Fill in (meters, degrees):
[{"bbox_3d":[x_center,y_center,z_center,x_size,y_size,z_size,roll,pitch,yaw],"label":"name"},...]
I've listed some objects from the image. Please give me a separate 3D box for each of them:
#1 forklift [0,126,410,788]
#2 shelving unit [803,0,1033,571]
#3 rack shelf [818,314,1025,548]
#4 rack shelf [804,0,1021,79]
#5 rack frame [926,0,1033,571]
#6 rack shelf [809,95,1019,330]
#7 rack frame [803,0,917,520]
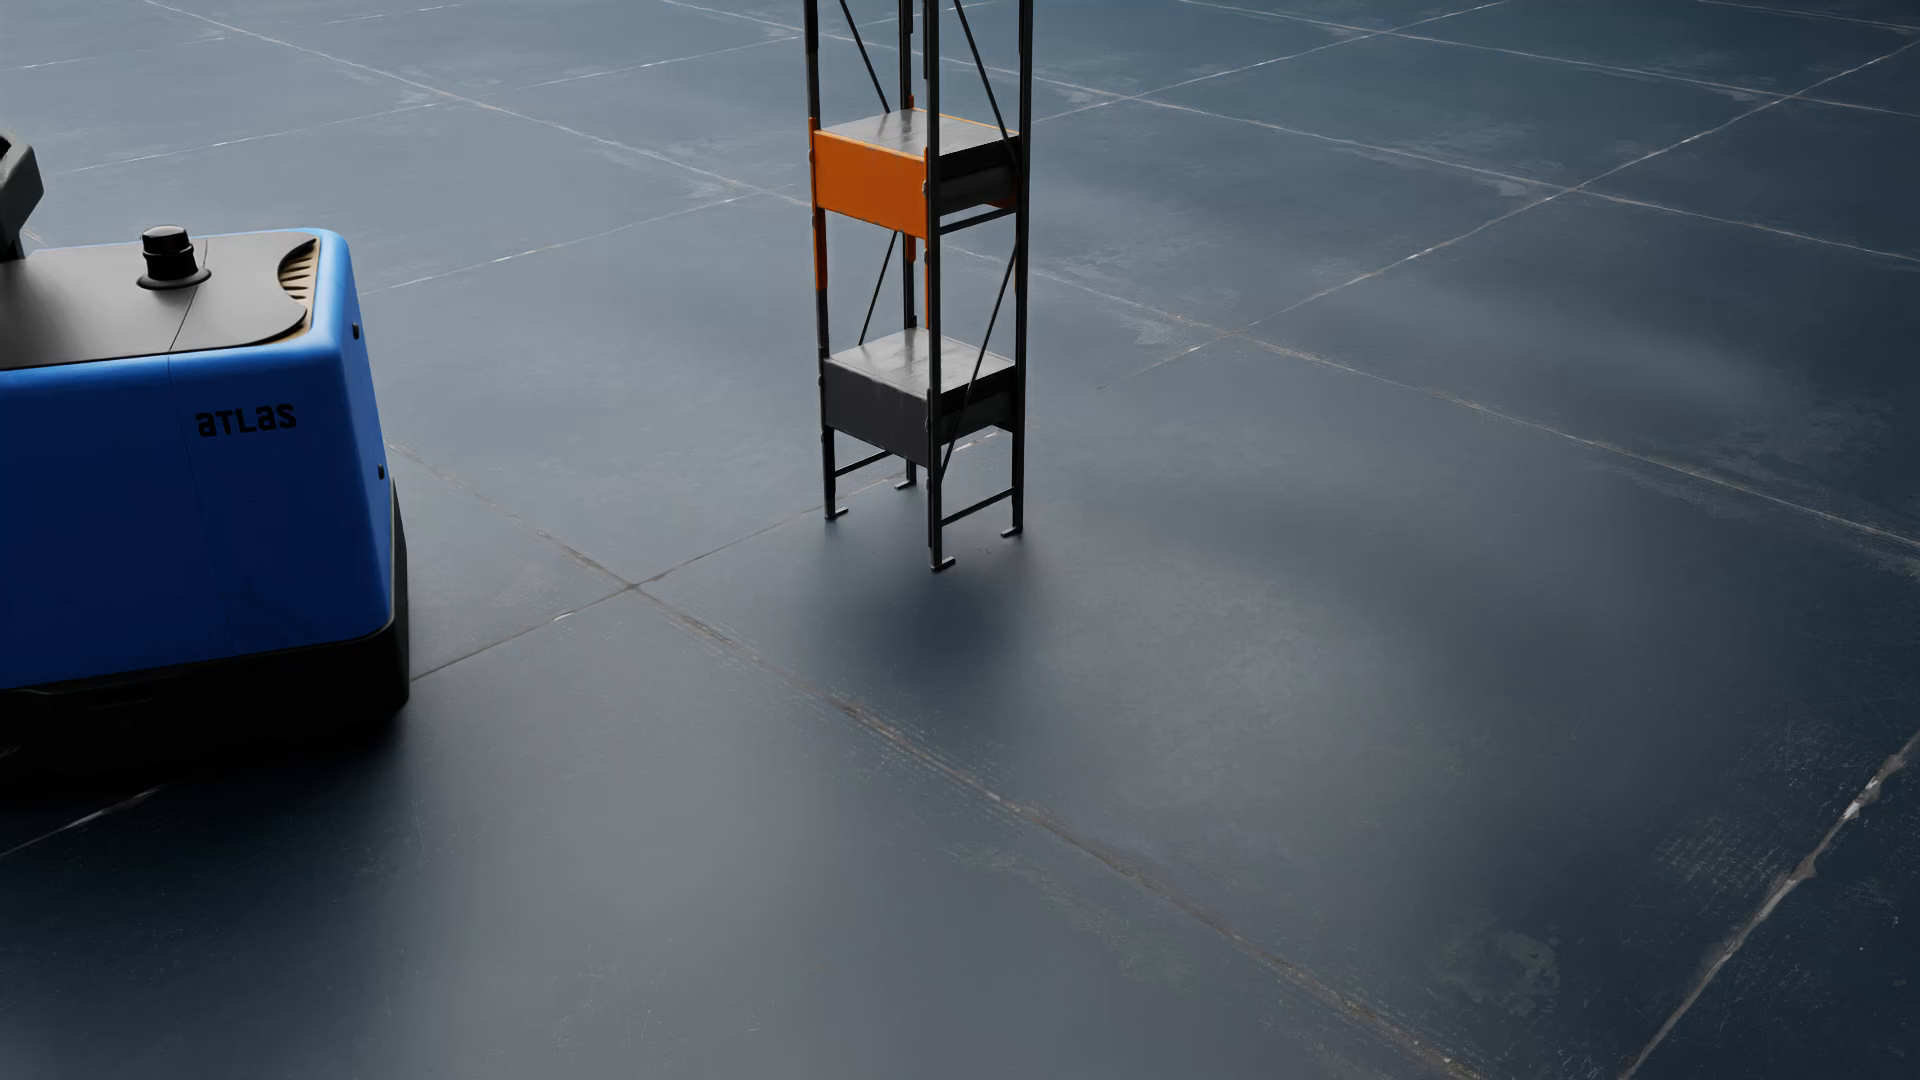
[{"bbox_3d":[-3.004,-0.811,3.644,3.031,2.935,1.130,-8,29,-15],"label":"forklift"},{"bbox_3d":[-0.118,-0.983,4.864,0.503,2.100,0.431,25,36,38],"label":"shelving unit"},{"bbox_3d":[-0.118,-0.352,5.196,0.480,0.518,0.431,25,36,38],"label":"rack shelf"},{"bbox_3d":[-0.118,-1.591,4.545,0.480,0.518,0.431,25,36,38],"label":"rack shelf"},{"bbox_3d":[0.056,-0.904,4.713,0.015,2.100,0.400,25,36,38],"label":"rack frame"},{"bbox_3d":[-0.118,-0.971,4.870,0.480,0.518,0.431,25,36,38],"label":"rack shelf"},{"bbox_3d":[-0.292,-1.063,5.015,0.015,2.100,0.400,25,36,38],"label":"rack frame"}]
